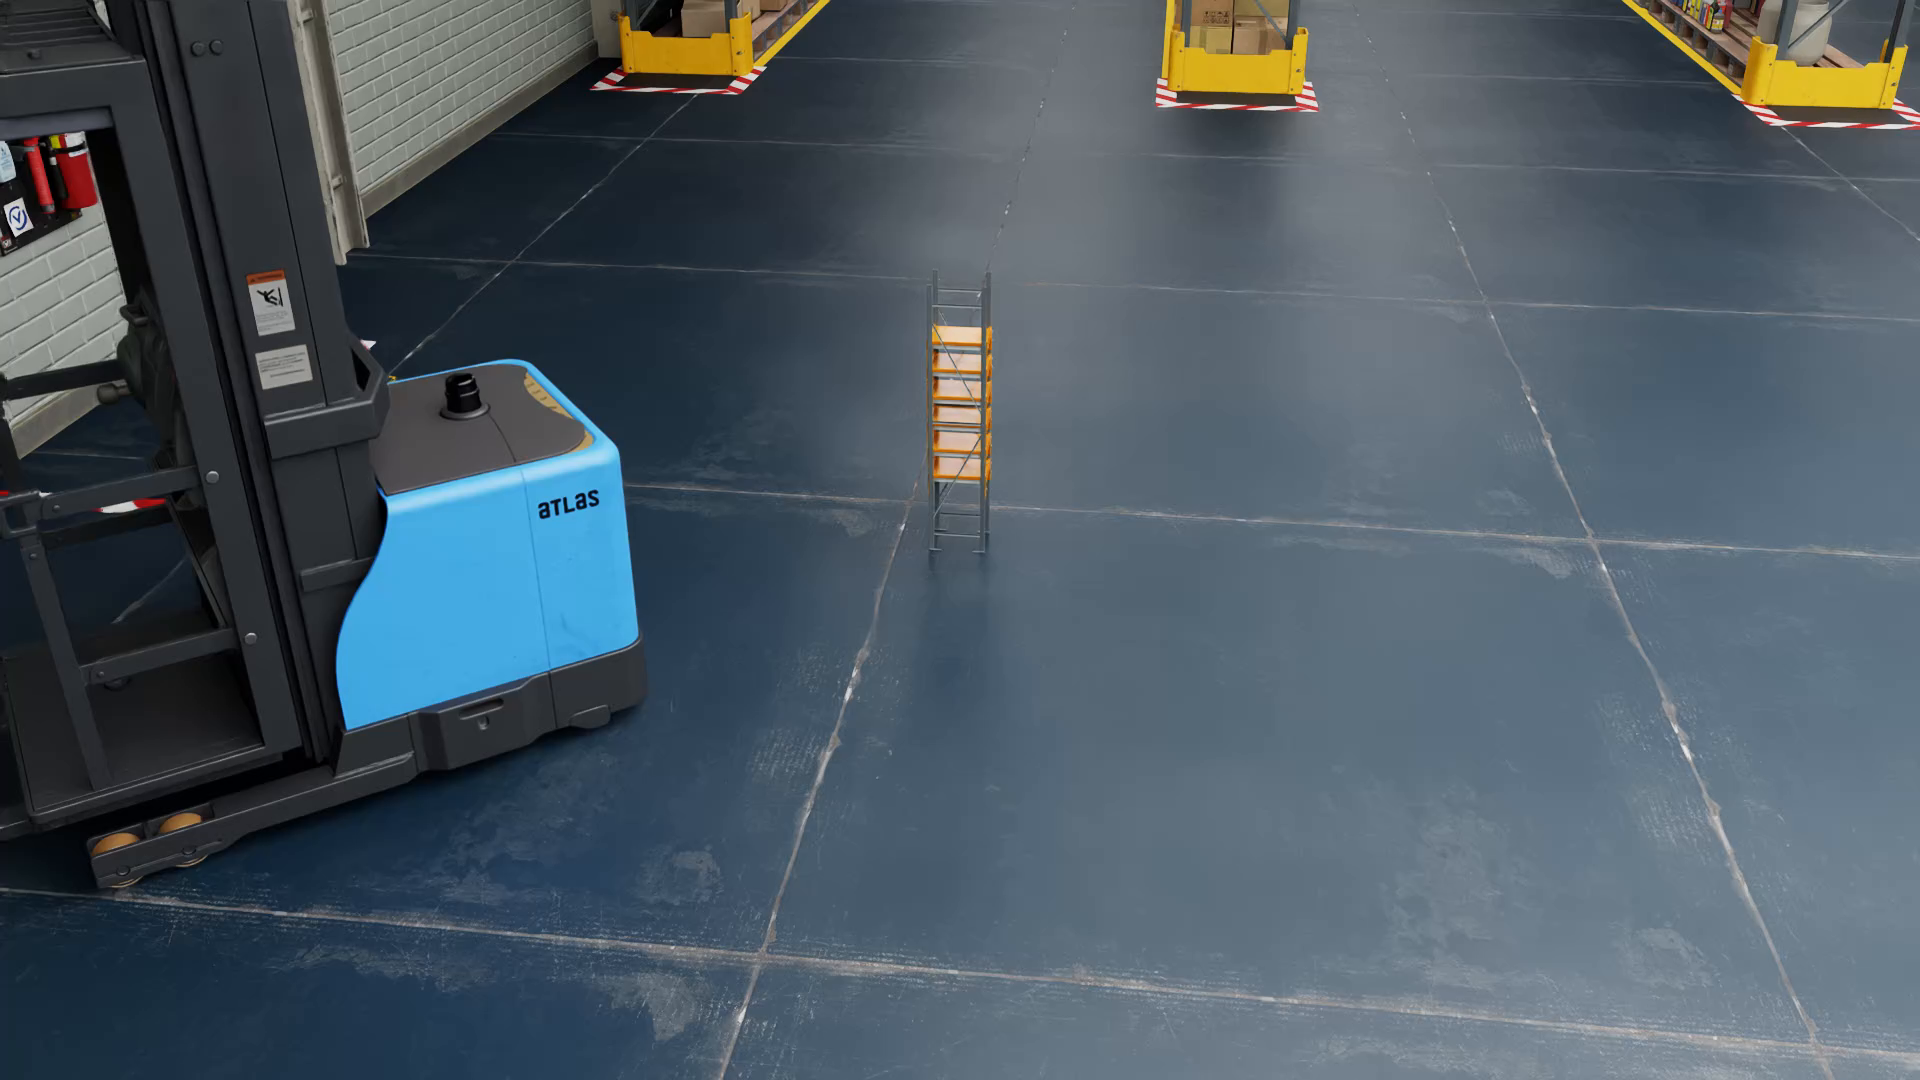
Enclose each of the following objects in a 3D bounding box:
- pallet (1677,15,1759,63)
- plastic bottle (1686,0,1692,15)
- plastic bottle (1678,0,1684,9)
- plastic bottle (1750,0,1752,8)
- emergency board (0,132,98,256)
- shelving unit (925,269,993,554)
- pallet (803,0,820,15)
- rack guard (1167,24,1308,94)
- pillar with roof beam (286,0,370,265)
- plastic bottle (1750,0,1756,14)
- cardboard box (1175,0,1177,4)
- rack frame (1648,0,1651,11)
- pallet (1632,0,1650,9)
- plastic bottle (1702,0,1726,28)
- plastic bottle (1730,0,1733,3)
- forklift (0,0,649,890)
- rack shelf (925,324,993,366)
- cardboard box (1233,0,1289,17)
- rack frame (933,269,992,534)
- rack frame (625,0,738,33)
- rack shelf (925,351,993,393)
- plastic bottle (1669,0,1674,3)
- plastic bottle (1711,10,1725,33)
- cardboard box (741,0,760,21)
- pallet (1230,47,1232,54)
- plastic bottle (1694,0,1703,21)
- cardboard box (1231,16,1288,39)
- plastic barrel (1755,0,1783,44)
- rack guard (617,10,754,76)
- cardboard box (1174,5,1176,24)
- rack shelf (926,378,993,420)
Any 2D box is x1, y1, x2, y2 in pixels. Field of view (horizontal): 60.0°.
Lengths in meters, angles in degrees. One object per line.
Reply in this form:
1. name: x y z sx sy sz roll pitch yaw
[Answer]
1. pallet: 7.551 -4.786 15.910 1.003 0.211 1.213 3 28 6
2. plastic bottle: 7.230 -5.288 16.389 0.097 0.201 0.097 0 28 0
3. plastic bottle: 7.288 -5.486 16.599 0.144 0.351 0.185 2 28 4
4. plastic bottle: 8.005 -5.520 16.663 0.144 0.351 0.185 2 28 4
5. emergency board: -4.349 -1.990 7.781 0.194 1.169 0.643 3 28 6
6. shelving unit: -0.002 -0.521 6.953 0.258 1.200 0.189 3 28 6
7. pallet: -2.058 -5.933 18.040 1.003 0.211 1.213 3 28 6
8. rack guard: 2.413 -4.198 14.515 1.175 0.500 0.348 3 28 6
9. pillar with roof beam: 0.264 -5.542 8.049 9.100 9.000 0.400 3 28 6
10. plastic bottle: 7.861 -5.332 16.385 0.061 0.283 0.133 3 28 6
11. cardboard box: 2.295 -5.355 15.694 0.500 0.500 0.500 3 28 6
12. rack frame: 7.822 -6.903 16.900 1.000 3.000 0.127 3 28 6
13. pallet: 7.880 -6.047 18.252 1.003 0.211 1.213 3 28 6
14. plastic bottle: 7.180 -5.022 15.816 0.152 0.276 0.135 4 29 7
15. plastic bottle: 7.886 -5.619 16.846 0.144 0.351 0.185 3 28 6
16. forklift: -2.660 -0.485 5.061 3.031 2.935 1.130 -16 32 -28
17. rack shelf: -0.002 -0.799 6.803 0.258 0.103 0.180 3 28 6
18. cardboard box: 2.762 -5.089 15.199 0.500 0.500 0.500 3 28 6
19. rack frame: 0.009 -0.564 7.033 0.240 1.200 0.006 3 28 6
20. rack frame: -2.501 -5.596 14.474 1.000 3.000 0.127 3 28 6
21. rack shelf: -0.002 -0.694 6.860 0.258 0.103 0.180 3 28 6
22. plastic bottle: 7.335 -5.619 16.925 0.152 0.276 0.135 4 29 8
23. plastic bottle: 7.122 -4.872 15.617 0.097 0.201 0.097 0 28 0
24. cardboard box: -2.257 -5.194 16.100 0.500 0.311 0.500 6 29 10
25. pallet: 2.468 -4.444 15.277 1.003 0.211 1.213 3 28 6
26. plastic bottle: 7.213 -5.198 16.065 0.144 0.351 0.185 5 29 8
27. cardboard box: 2.760 -4.759 15.377 0.500 0.250 0.500 3 28 6
28. plastic barrel: 7.398 -4.660 14.917 0.421 0.512 0.421 0 28 0
29. rack guard: -2.491 -4.531 15.133 1.175 0.500 0.348 3 28 6
30. cardboard box: 2.238 -4.790 15.434 0.500 0.250 0.500 3 28 6
31. rack shelf: -0.002 -0.588 6.917 0.258 0.103 0.180 3 28 6
